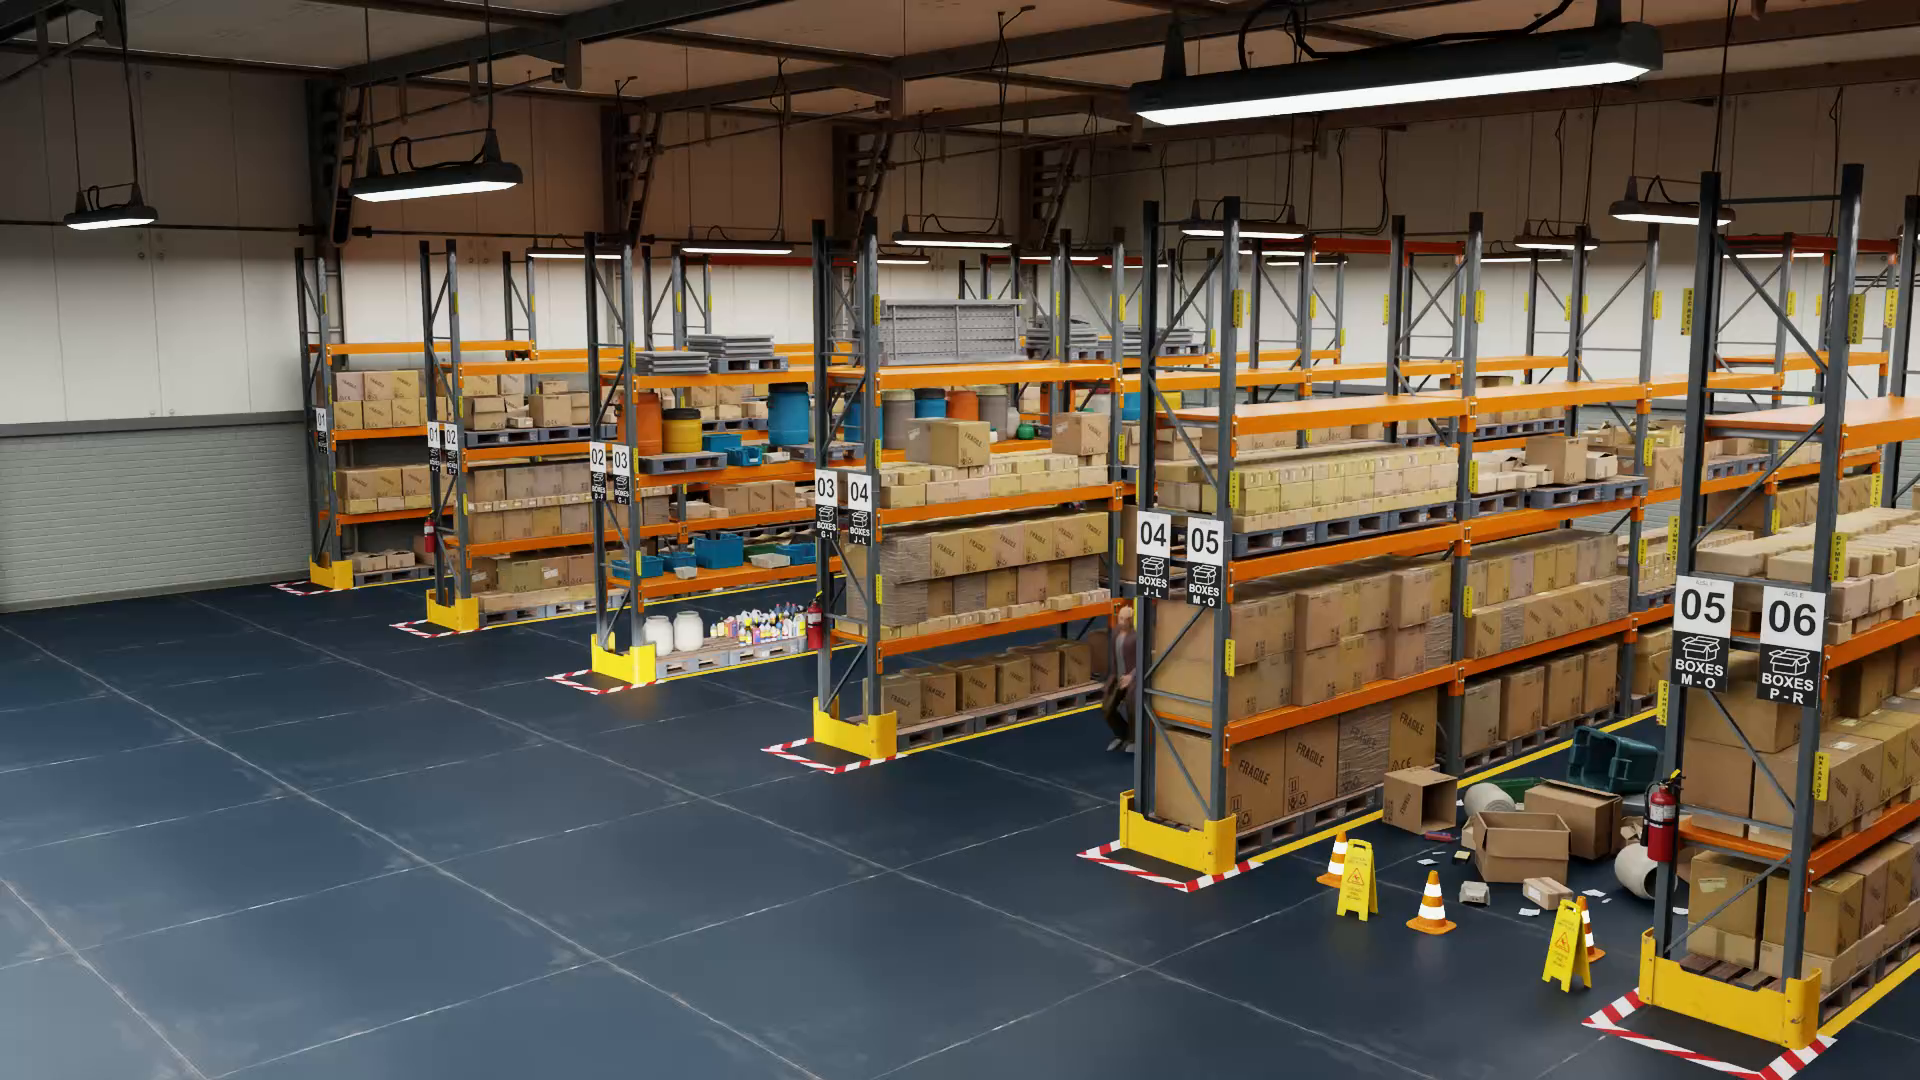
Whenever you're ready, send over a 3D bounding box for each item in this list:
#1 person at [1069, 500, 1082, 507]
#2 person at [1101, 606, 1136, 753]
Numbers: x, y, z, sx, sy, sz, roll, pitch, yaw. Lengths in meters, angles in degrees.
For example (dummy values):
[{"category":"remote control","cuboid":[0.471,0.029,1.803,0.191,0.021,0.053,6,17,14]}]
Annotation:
[{"category":"person","cuboid":[2.369,-0.535,33.086,0.730,1.734,0.976,6,10,33]},{"category":"person","cuboid":[1.865,1.586,18.581,0.667,1.716,0.880,6,10,35]}]
